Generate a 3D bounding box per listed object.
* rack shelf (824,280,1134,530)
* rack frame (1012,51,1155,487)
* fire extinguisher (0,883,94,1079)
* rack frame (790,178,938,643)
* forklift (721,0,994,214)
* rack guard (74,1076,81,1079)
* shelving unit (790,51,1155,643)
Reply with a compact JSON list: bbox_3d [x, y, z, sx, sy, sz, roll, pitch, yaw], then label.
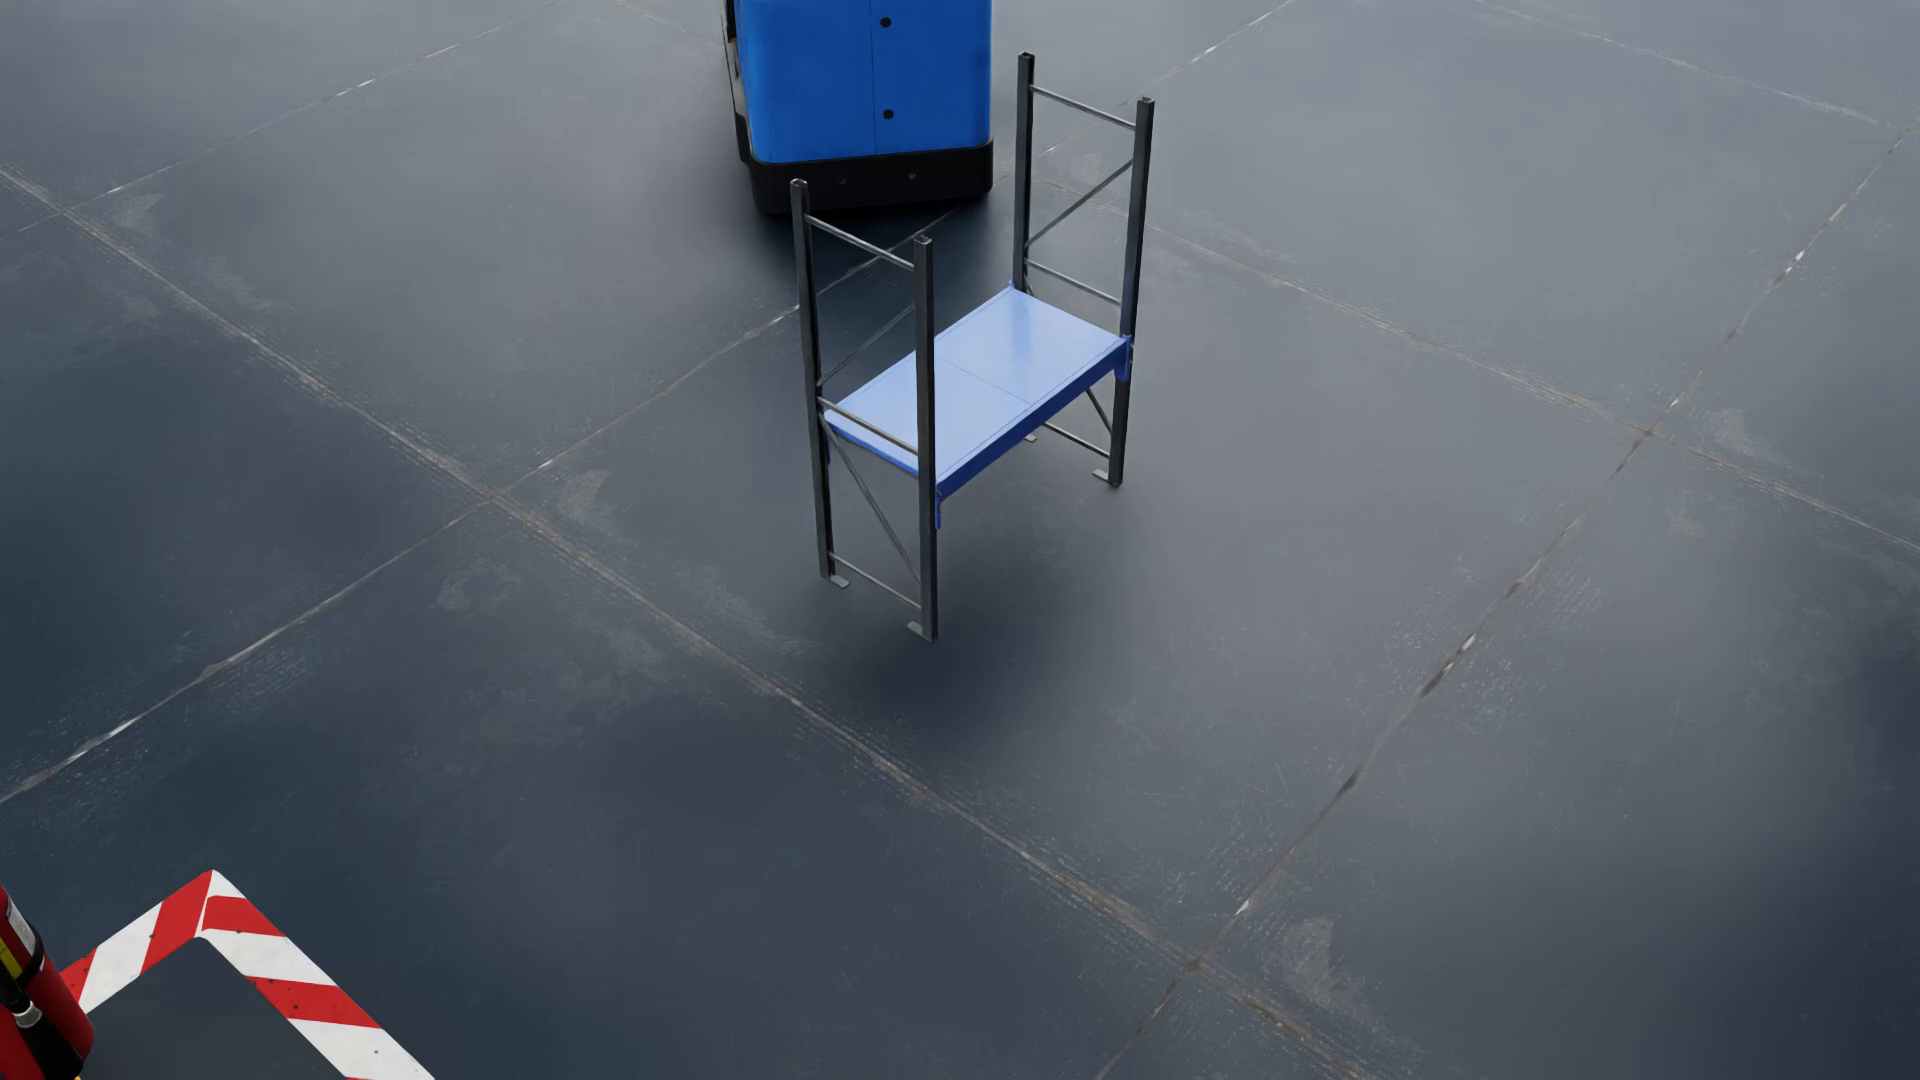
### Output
[{"bbox_3d":[0.055,-0.466,5.415,0.538,0.185,1.000,29,50,28],"label":"rack shelf"},{"bbox_3d":[0.382,-0.861,5.582,0.500,1.500,0.032,29,50,28],"label":"rack frame"},{"bbox_3d":[-1.674,0.689,2.820,0.296,0.674,0.183,29,50,28],"label":"fire extinguisher"},{"bbox_3d":[-0.272,-0.337,5.006,0.500,1.500,0.032,29,50,28],"label":"rack frame"},{"bbox_3d":[-0.610,-3.492,7.412,1.130,2.935,3.031,-7,43,-7],"label":"forklift"},{"bbox_3d":[-2.090,1.433,3.803,1.175,0.500,0.348,29,50,28],"label":"rack guard"},{"bbox_3d":[0.055,-0.599,5.294,0.538,1.500,1.048,29,50,28],"label":"shelving unit"}]
